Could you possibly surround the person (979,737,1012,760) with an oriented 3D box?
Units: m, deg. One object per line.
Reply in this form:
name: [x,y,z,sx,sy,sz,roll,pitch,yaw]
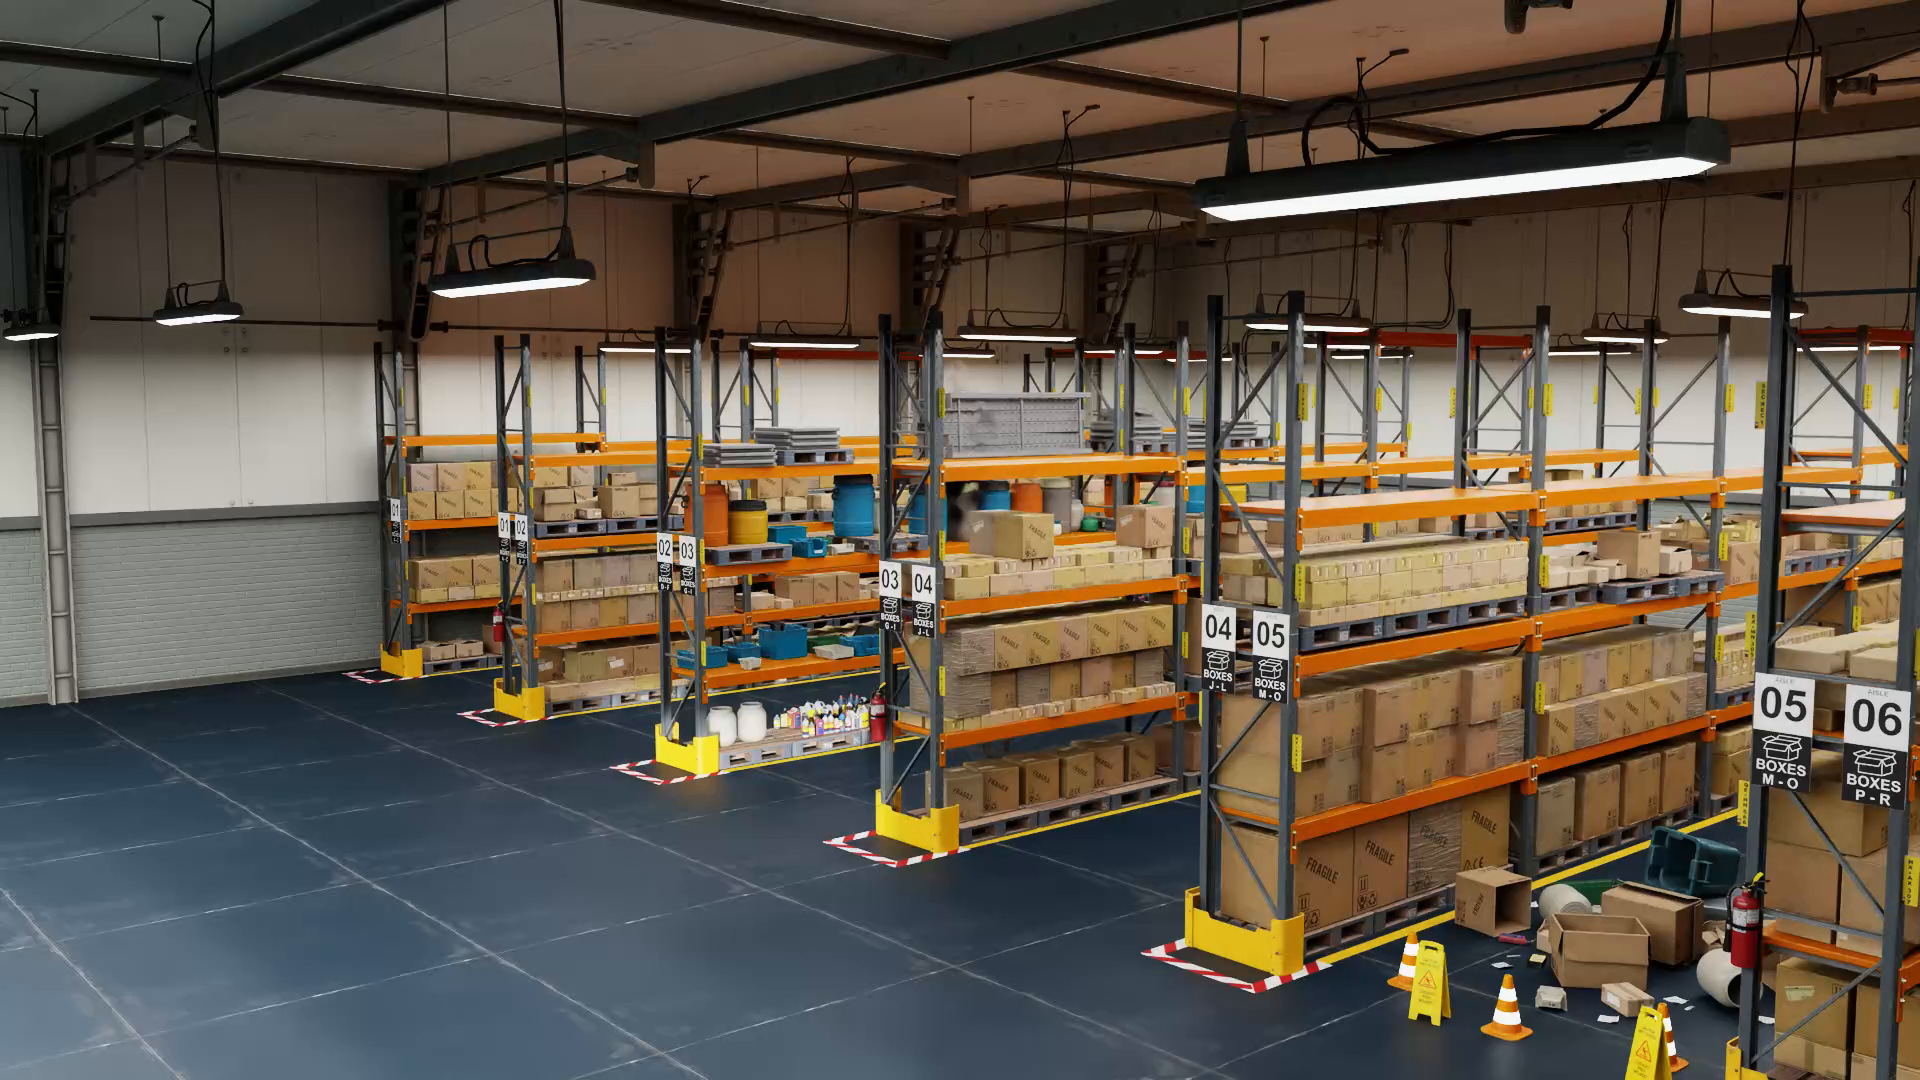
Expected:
person: [0.414,2.297,22.991,0.598,1.596,0.631,5,7,43]
